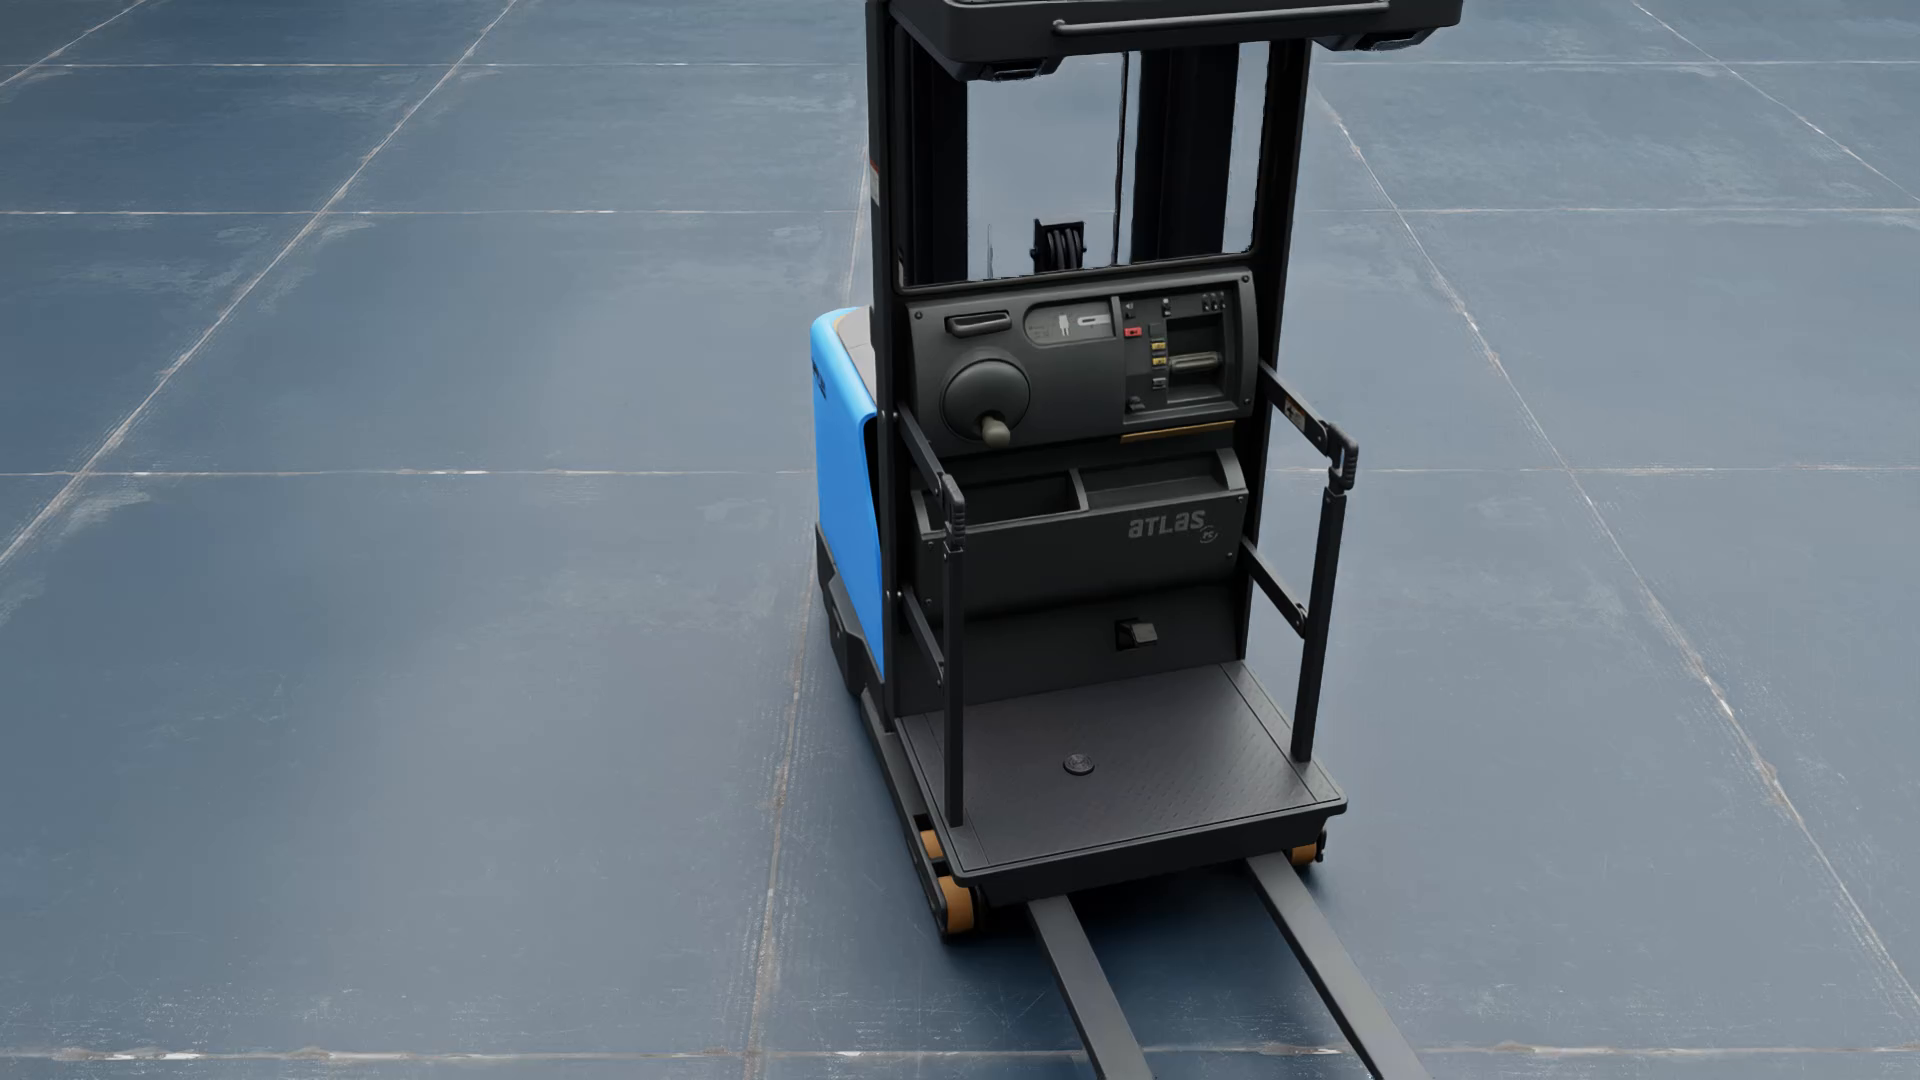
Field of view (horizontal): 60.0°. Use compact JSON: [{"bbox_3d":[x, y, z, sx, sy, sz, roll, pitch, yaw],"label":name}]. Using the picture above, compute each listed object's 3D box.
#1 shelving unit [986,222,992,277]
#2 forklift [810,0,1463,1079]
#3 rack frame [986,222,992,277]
[{"bbox_3d":[0.007,-0.522,5.954,0.189,1.200,0.258,-1,31,-2],"label":"shelving unit"},{"bbox_3d":[0.387,-0.413,4.106,1.130,2.935,3.031,-8,32,-13],"label":"forklift"},{"bbox_3d":[0.098,-0.524,5.957,0.006,1.200,0.240,-1,31,-2],"label":"rack frame"}]
